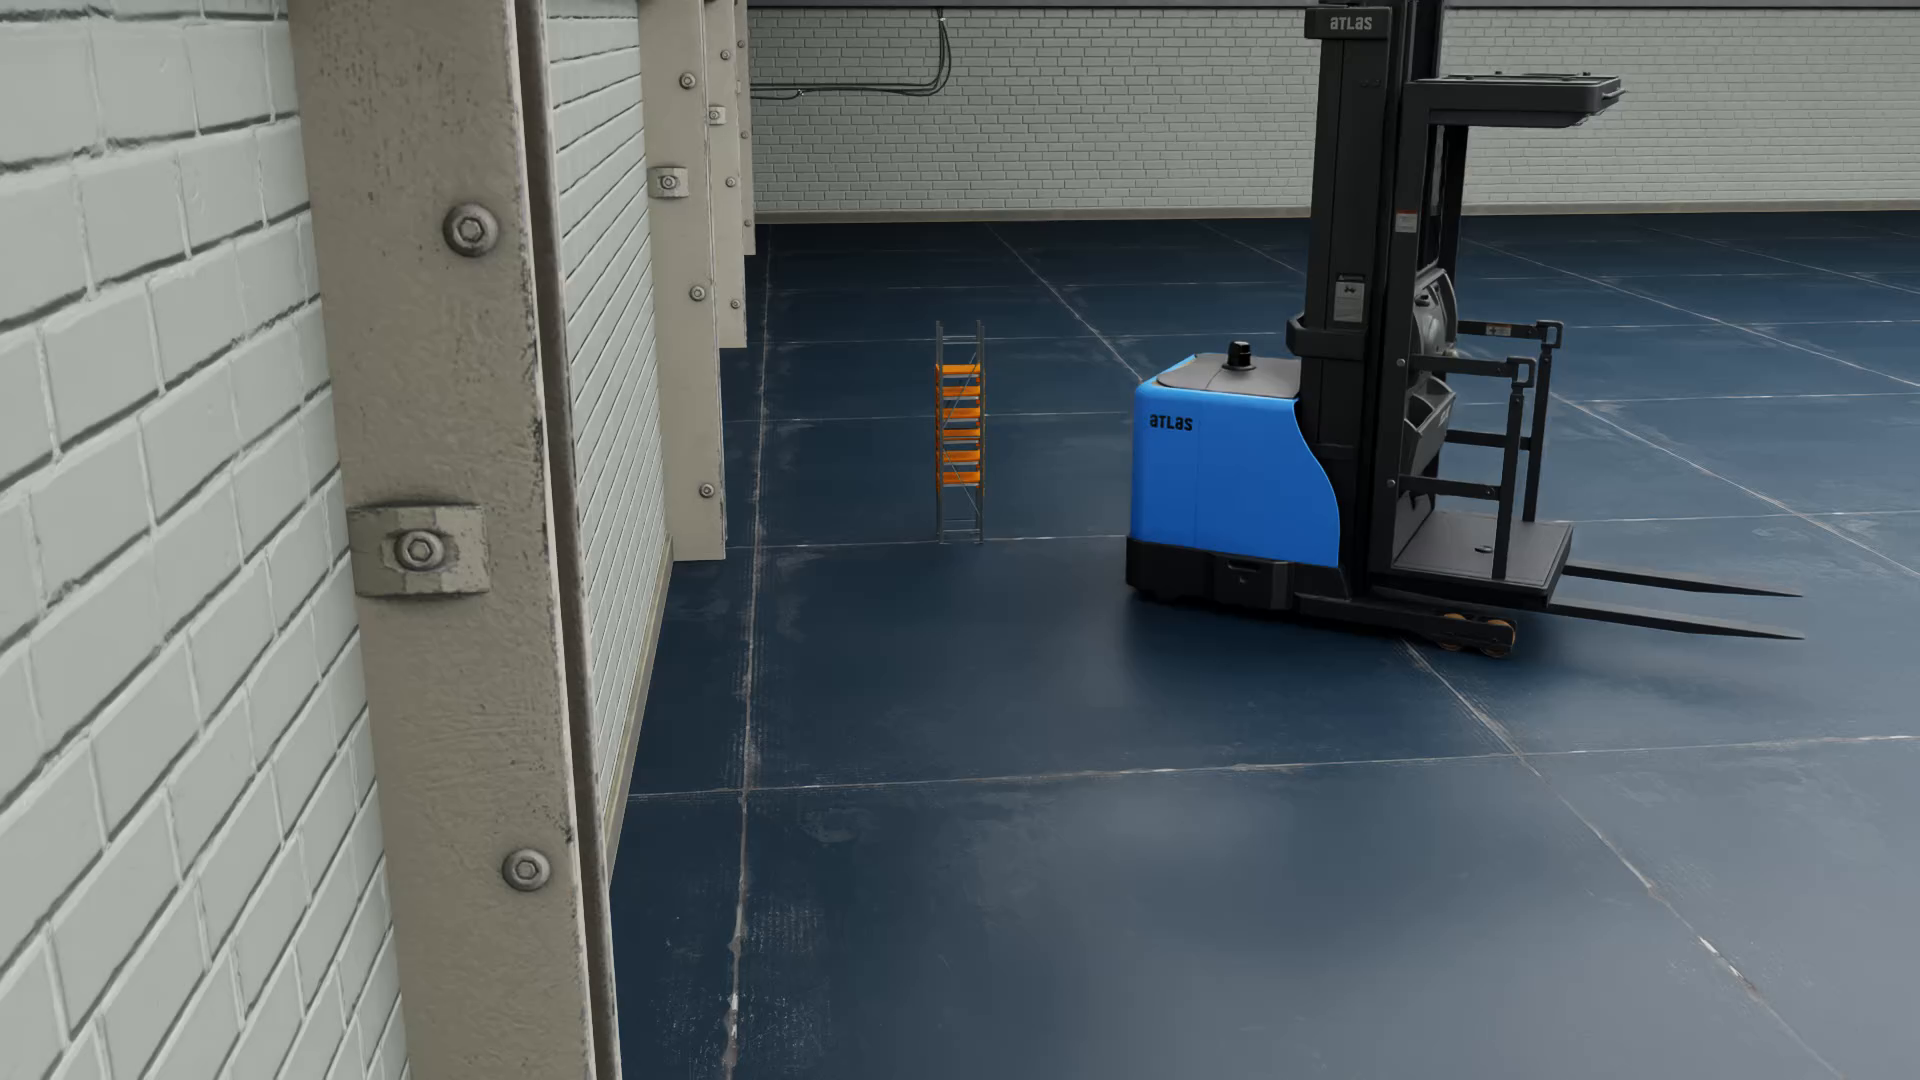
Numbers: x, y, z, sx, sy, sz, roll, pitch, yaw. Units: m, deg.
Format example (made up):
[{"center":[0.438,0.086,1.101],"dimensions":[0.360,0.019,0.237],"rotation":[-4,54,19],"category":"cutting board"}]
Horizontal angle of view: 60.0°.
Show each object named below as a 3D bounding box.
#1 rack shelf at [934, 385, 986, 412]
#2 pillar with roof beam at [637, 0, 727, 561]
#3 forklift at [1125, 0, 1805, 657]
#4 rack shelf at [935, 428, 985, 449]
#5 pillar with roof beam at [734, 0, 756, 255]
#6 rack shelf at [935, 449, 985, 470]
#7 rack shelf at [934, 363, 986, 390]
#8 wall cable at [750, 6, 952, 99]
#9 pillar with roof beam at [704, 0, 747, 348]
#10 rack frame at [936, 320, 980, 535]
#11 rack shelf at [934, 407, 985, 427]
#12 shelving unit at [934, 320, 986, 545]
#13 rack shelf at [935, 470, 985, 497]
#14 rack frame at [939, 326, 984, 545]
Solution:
[{"center":[-0.002,-0.763,8.953],"dimensions":[0.258,0.103,0.180],"rotation":[-2,18,-6],"category":"rack shelf"},{"center":[2.857,-4.378,8.099],"dimensions":[9.100,9.000,0.400],"rotation":[-2,18,-6],"category":"pillar with roof beam"},{"center":[2.381,-1.052,7.634],"dimensions":[3.031,2.935,1.130],"rotation":[8,19,24],"category":"forklift"},{"center":[-0.001,-0.534,9.024],"dimensions":[0.258,0.103,0.180],"rotation":[-2,18,-6],"category":"rack shelf"},{"center":[1.619,-7.953,19.487],"dimensions":[9.100,9.000,0.400],"rotation":[-2,18,-6],"category":"pillar with roof beam"},{"center":[-0.001,-0.420,9.060],"dimensions":[0.258,0.103,0.180],"rotation":[-2,18,-6],"category":"rack shelf"},{"center":[-0.002,-0.878,8.917],"dimensions":[0.258,0.103,0.180],"rotation":[-2,18,-6],"category":"rack shelf"},{"center":[-1.651,-7.258,22.455],"dimensions":[3.097,2.526,0.112],"rotation":[-2,18,-6],"category":"wall cable"},{"center":[2.238,-6.166,13.793],"dimensions":[9.100,9.000,0.400],"rotation":[-2,18,-6],"category":"pillar with roof beam"},{"center":[-0.011,-0.604,9.098],"dimensions":[0.240,1.200,0.006],"rotation":[-2,18,-6],"category":"rack frame"},{"center":[-0.001,-0.649,8.988],"dimensions":[0.258,0.103,0.180],"rotation":[-2,18,-6],"category":"rack shelf"},{"center":[-0.001,-0.577,9.011],"dimensions":[0.258,1.200,0.189],"rotation":[-2,18,-6],"category":"shelving unit"},{"center":[-0.001,-0.305,9.096],"dimensions":[0.258,0.103,0.180],"rotation":[-2,18,-6],"category":"rack shelf"},{"center":[0.008,-0.550,8.924],"dimensions":[0.240,1.200,0.006],"rotation":[-2,18,-6],"category":"rack frame"}]
